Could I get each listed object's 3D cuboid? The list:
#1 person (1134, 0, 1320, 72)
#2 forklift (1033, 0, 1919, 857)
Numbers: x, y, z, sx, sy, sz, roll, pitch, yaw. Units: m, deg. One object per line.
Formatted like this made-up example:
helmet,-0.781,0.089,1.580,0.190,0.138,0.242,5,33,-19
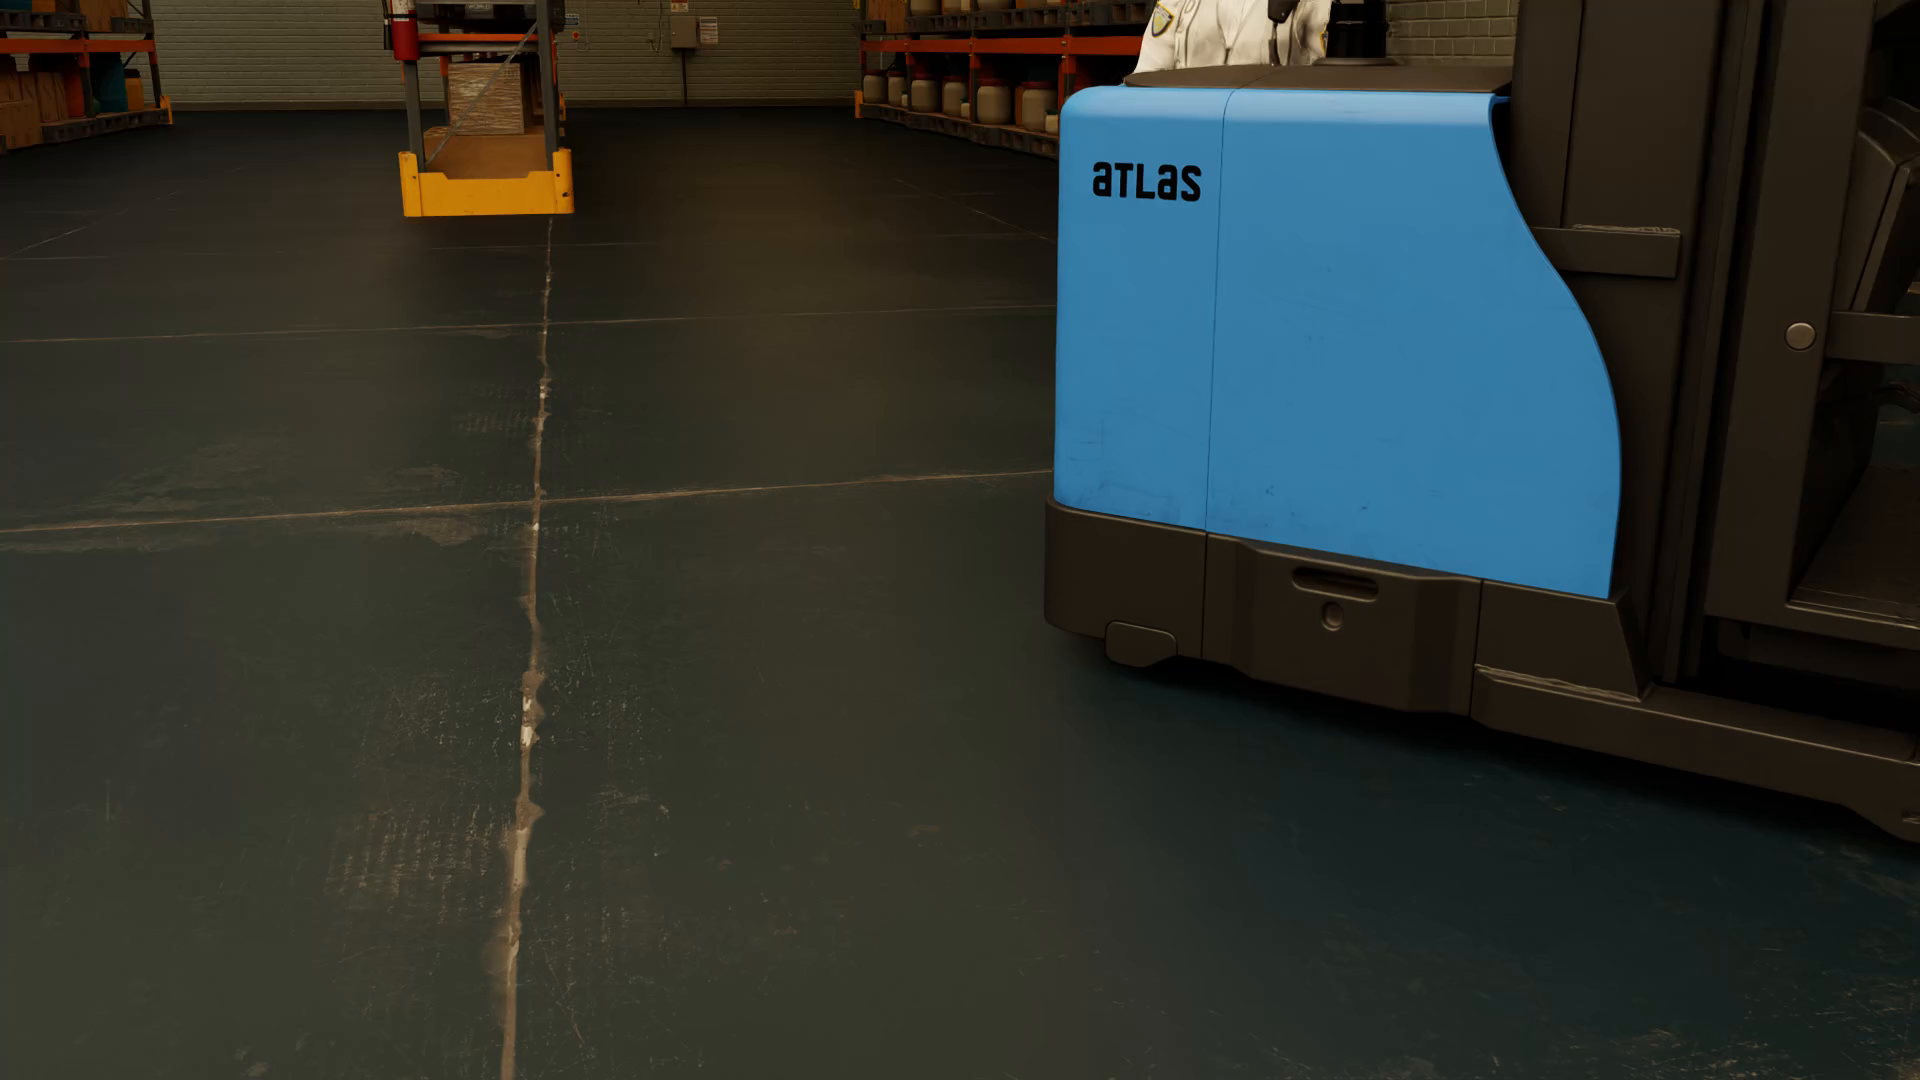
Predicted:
person,0.723,-0.916,4.327,0.811,1.649,0.440,9,19,27
forklift,1.654,-1.066,2.457,3.031,2.935,1.130,11,20,32
